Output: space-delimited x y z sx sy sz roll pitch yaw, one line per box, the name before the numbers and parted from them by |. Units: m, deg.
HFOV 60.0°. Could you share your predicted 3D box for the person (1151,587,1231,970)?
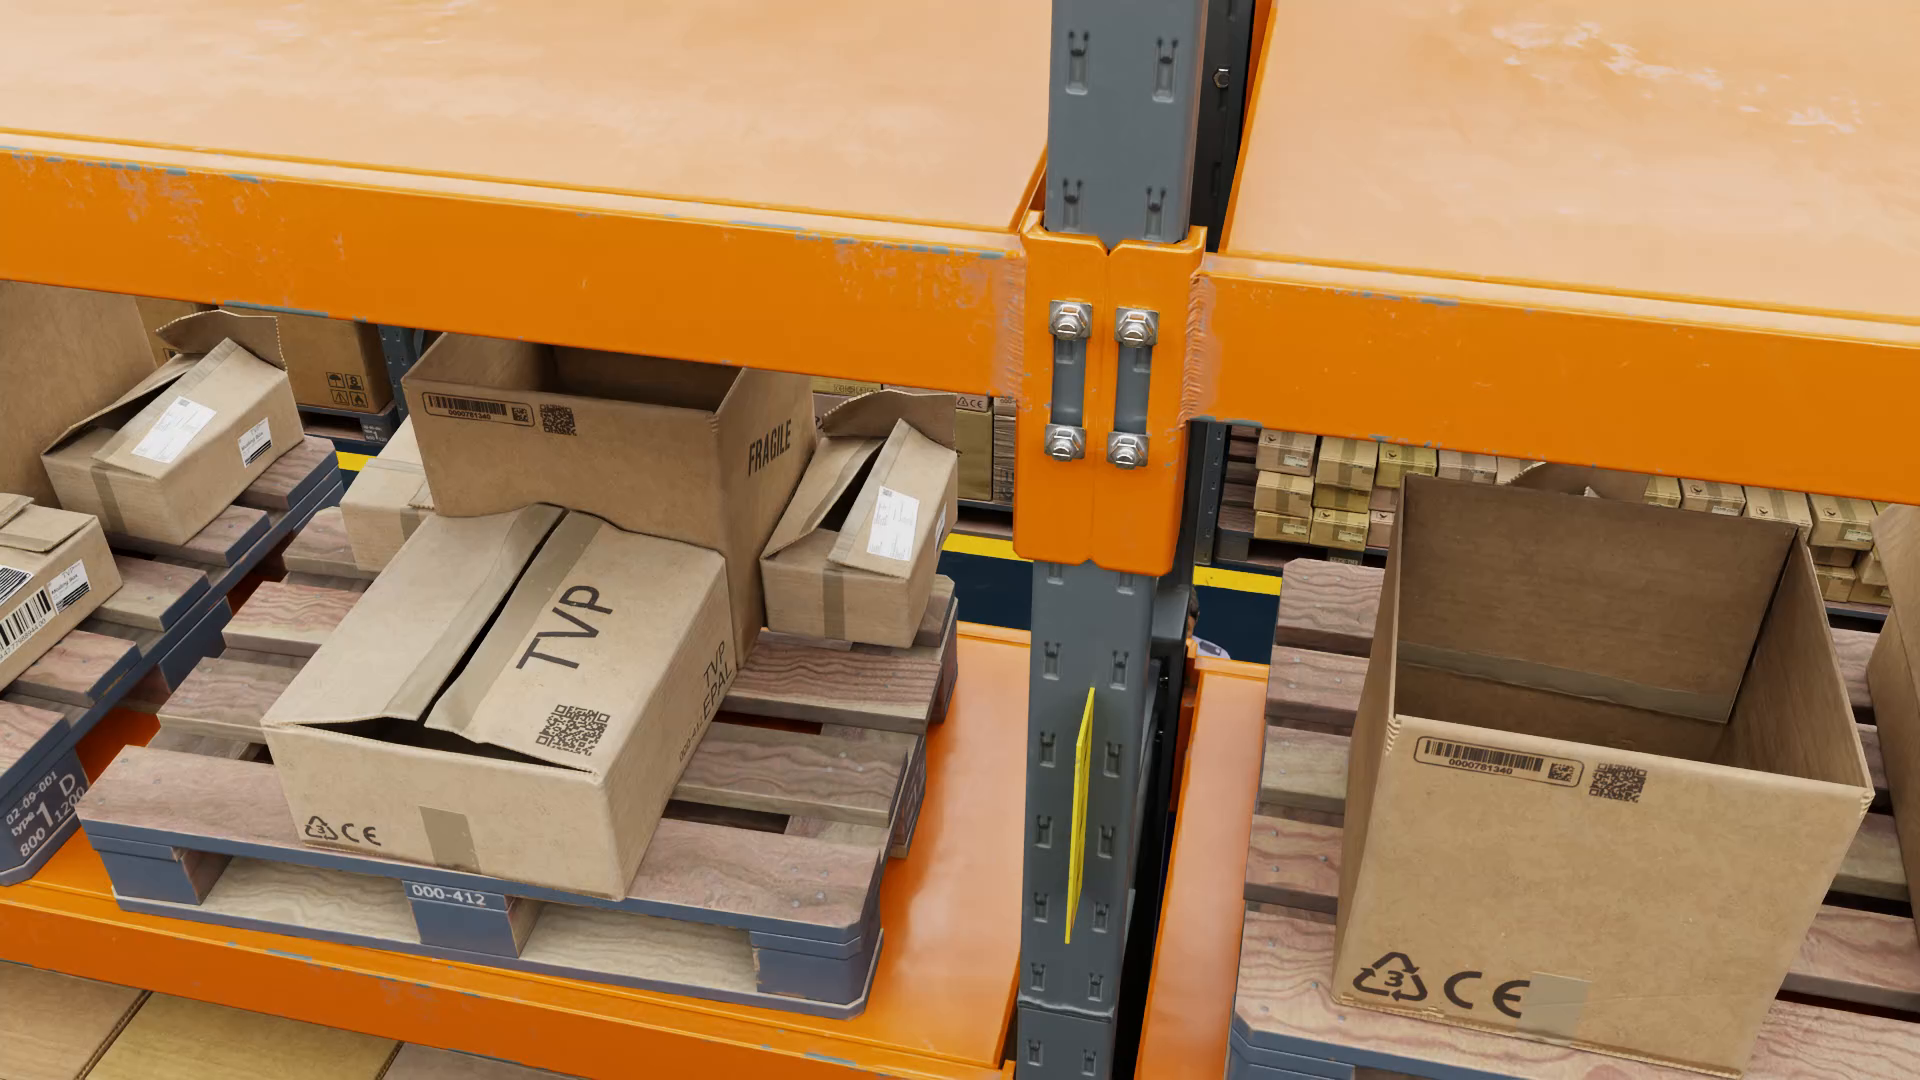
person | 0.651 0.828 5.596 0.475 1.678 0.370 8 38 11
